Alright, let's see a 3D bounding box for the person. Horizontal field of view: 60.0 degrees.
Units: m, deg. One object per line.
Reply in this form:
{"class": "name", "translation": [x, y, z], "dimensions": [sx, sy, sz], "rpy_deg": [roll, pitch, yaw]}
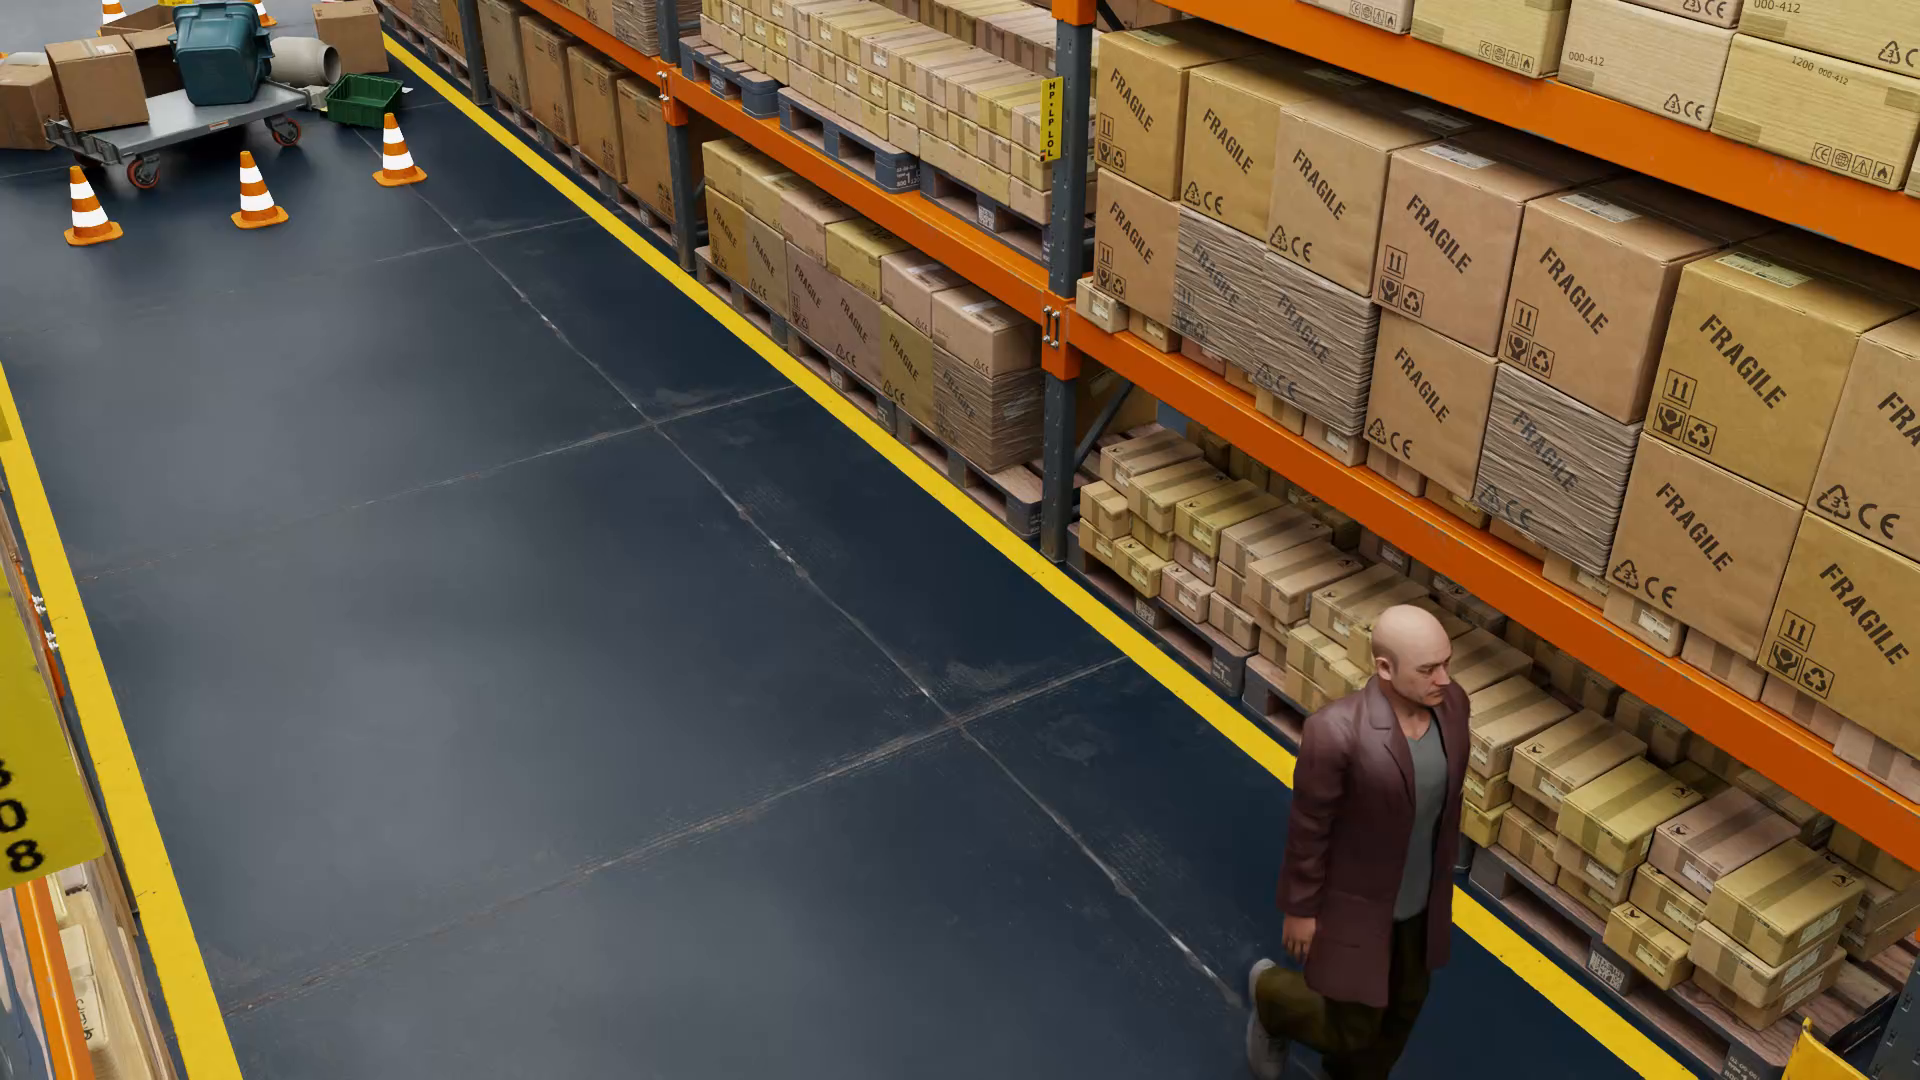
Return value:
{"class": "person", "translation": [1.127, 0.941, 4.600], "dimensions": [0.600, 1.770, 0.601], "rpy_deg": [-16, 35, -23]}
